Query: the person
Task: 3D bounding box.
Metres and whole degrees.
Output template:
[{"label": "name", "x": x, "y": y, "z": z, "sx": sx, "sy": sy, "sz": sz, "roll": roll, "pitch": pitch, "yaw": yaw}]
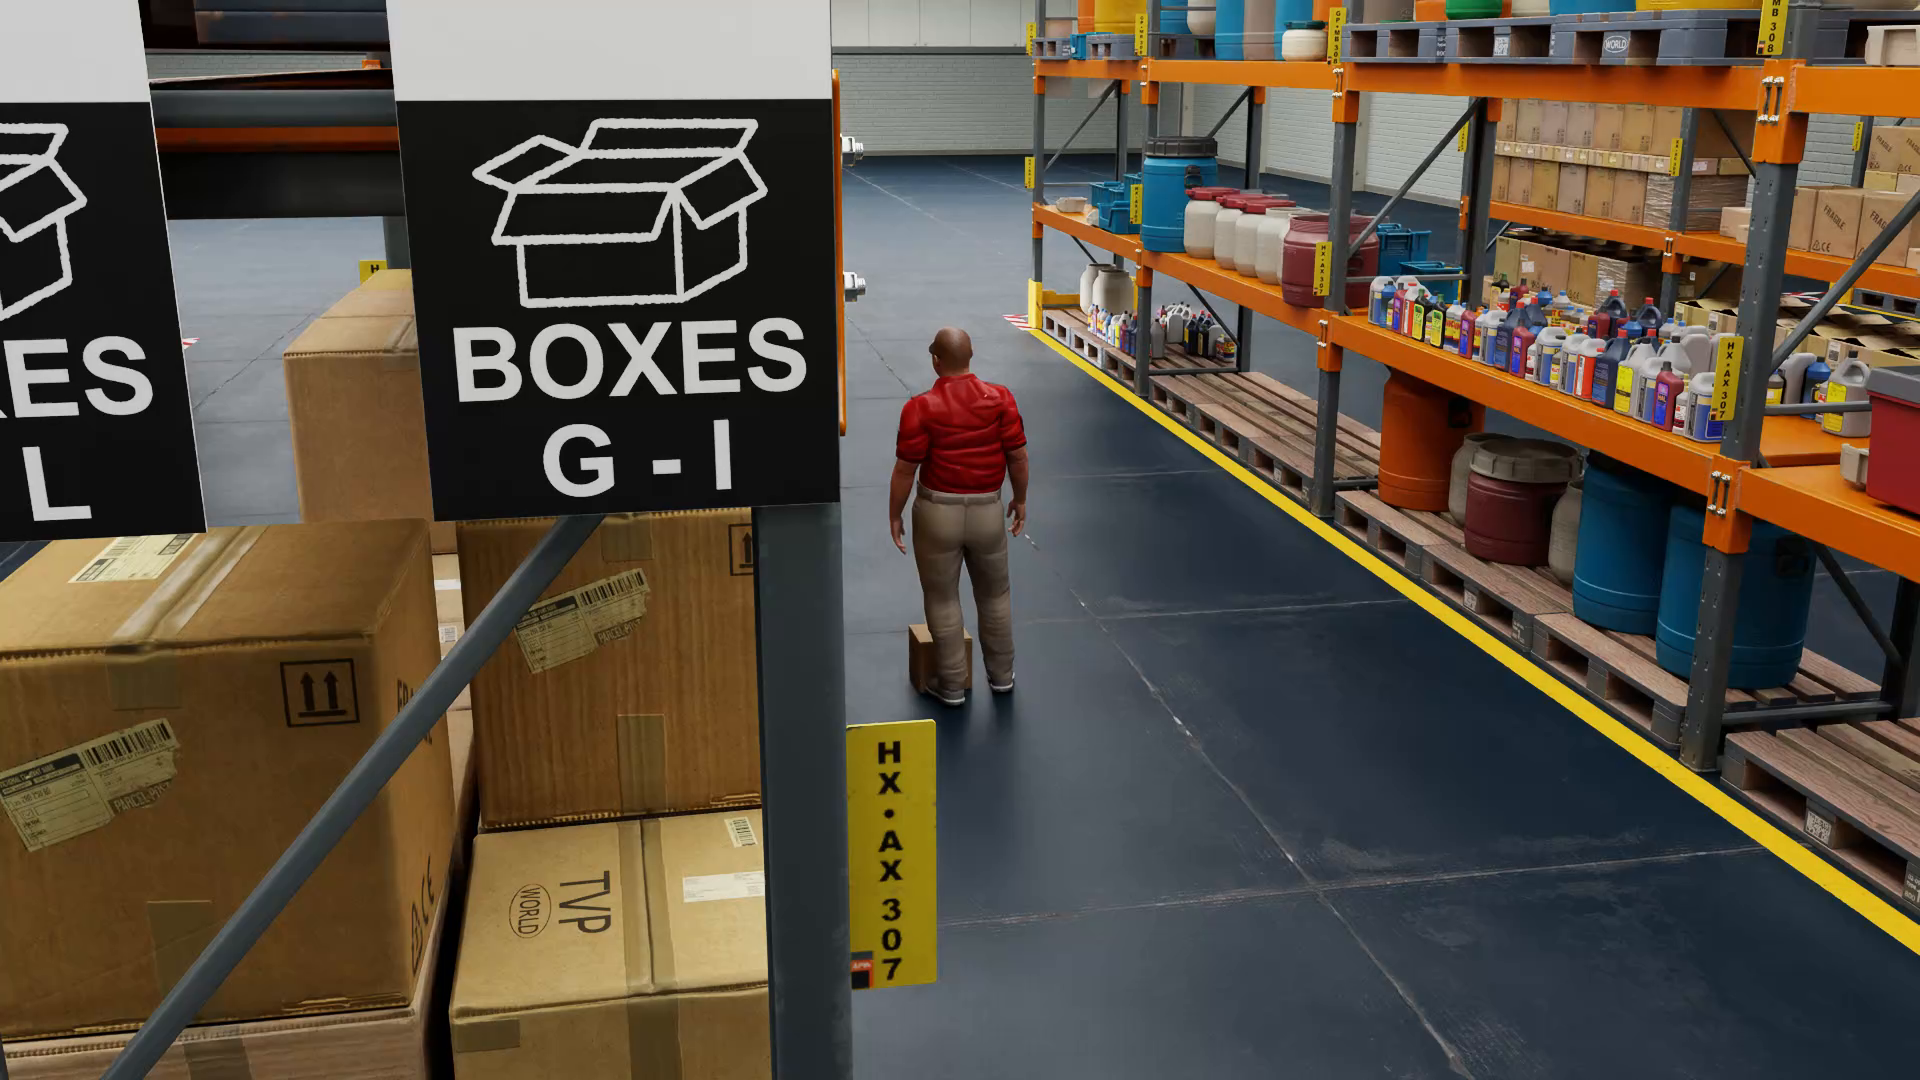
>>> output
[{"label": "person", "x": -0.017, "y": -0.116, "z": 7.428, "sx": 0.640, "sy": 1.727, "sz": 0.550, "roll": -4, "pitch": 17, "yaw": -12}]
